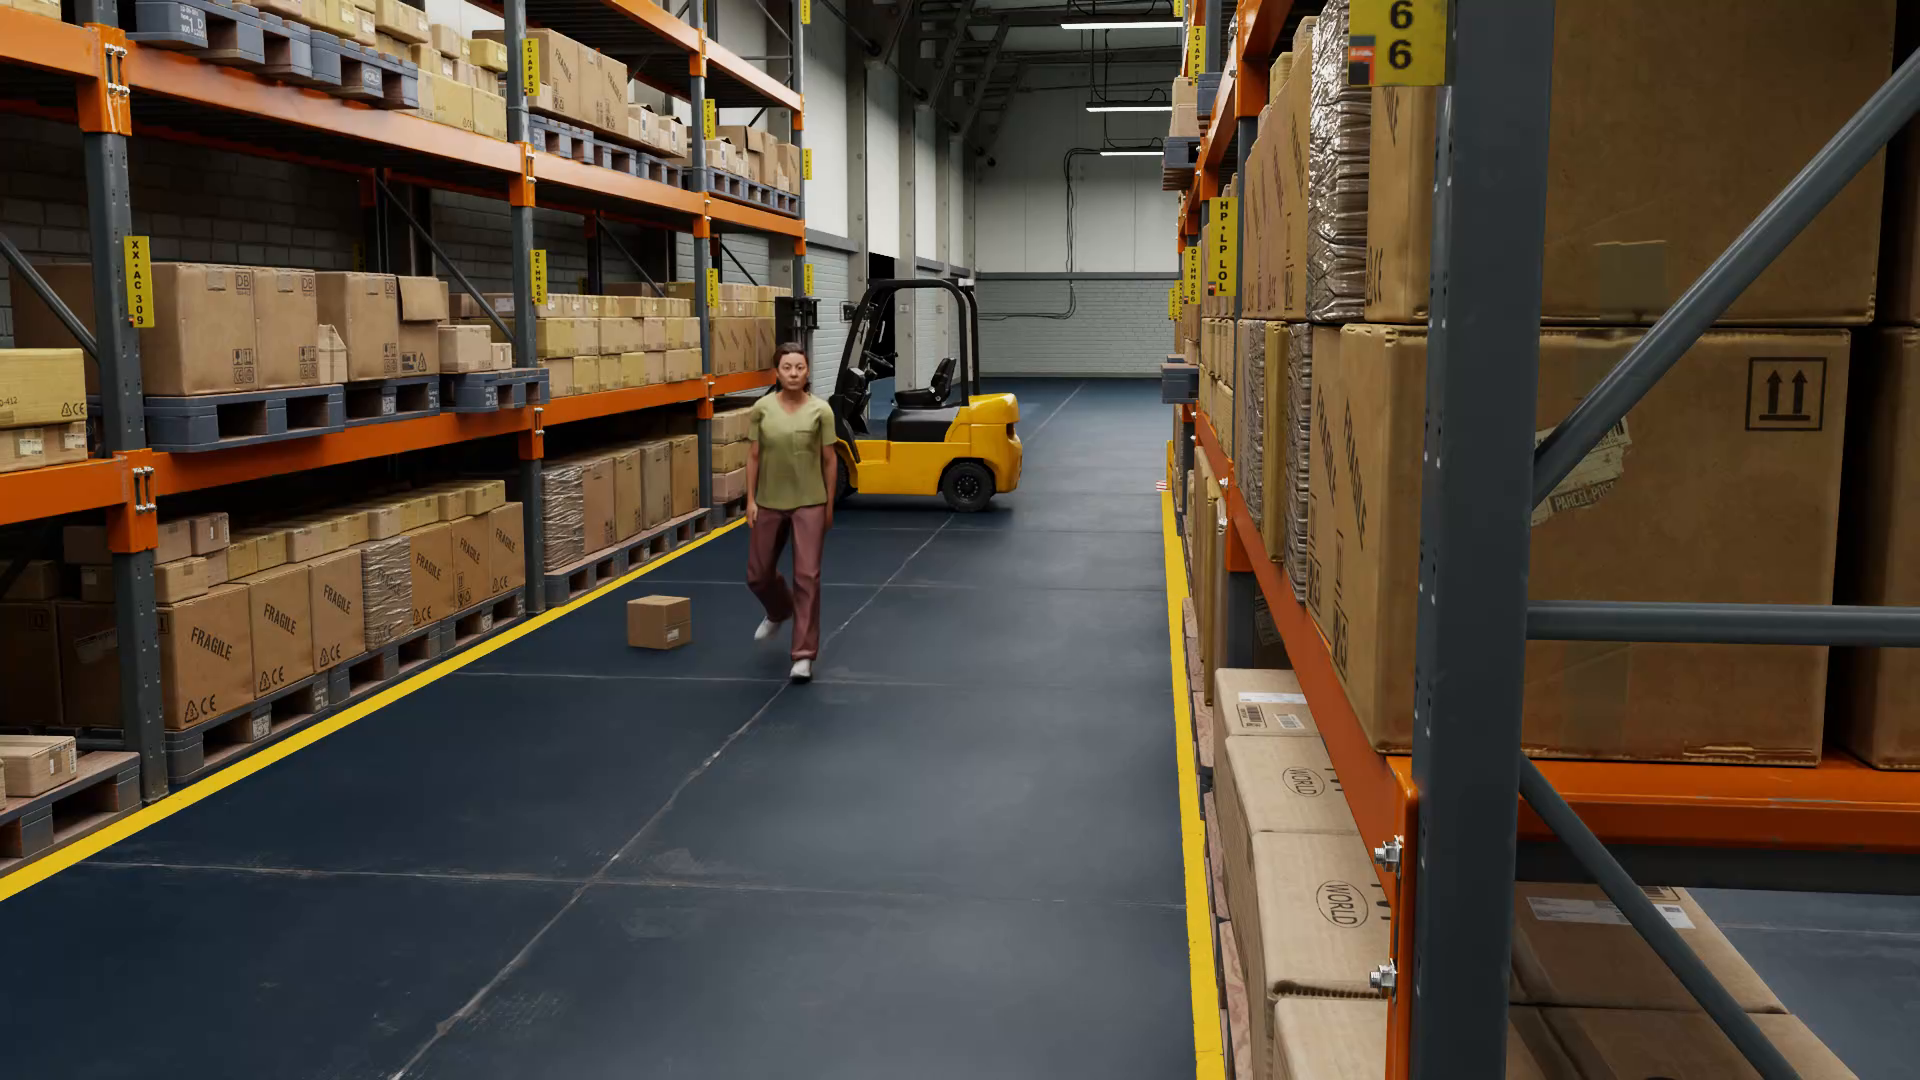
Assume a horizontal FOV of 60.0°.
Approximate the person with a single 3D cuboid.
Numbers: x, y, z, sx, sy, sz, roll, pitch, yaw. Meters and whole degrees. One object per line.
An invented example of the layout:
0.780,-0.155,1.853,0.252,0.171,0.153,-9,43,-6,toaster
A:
-0.860,-0.173,8.458,0.490,1.661,0.732,0,8,4,person
